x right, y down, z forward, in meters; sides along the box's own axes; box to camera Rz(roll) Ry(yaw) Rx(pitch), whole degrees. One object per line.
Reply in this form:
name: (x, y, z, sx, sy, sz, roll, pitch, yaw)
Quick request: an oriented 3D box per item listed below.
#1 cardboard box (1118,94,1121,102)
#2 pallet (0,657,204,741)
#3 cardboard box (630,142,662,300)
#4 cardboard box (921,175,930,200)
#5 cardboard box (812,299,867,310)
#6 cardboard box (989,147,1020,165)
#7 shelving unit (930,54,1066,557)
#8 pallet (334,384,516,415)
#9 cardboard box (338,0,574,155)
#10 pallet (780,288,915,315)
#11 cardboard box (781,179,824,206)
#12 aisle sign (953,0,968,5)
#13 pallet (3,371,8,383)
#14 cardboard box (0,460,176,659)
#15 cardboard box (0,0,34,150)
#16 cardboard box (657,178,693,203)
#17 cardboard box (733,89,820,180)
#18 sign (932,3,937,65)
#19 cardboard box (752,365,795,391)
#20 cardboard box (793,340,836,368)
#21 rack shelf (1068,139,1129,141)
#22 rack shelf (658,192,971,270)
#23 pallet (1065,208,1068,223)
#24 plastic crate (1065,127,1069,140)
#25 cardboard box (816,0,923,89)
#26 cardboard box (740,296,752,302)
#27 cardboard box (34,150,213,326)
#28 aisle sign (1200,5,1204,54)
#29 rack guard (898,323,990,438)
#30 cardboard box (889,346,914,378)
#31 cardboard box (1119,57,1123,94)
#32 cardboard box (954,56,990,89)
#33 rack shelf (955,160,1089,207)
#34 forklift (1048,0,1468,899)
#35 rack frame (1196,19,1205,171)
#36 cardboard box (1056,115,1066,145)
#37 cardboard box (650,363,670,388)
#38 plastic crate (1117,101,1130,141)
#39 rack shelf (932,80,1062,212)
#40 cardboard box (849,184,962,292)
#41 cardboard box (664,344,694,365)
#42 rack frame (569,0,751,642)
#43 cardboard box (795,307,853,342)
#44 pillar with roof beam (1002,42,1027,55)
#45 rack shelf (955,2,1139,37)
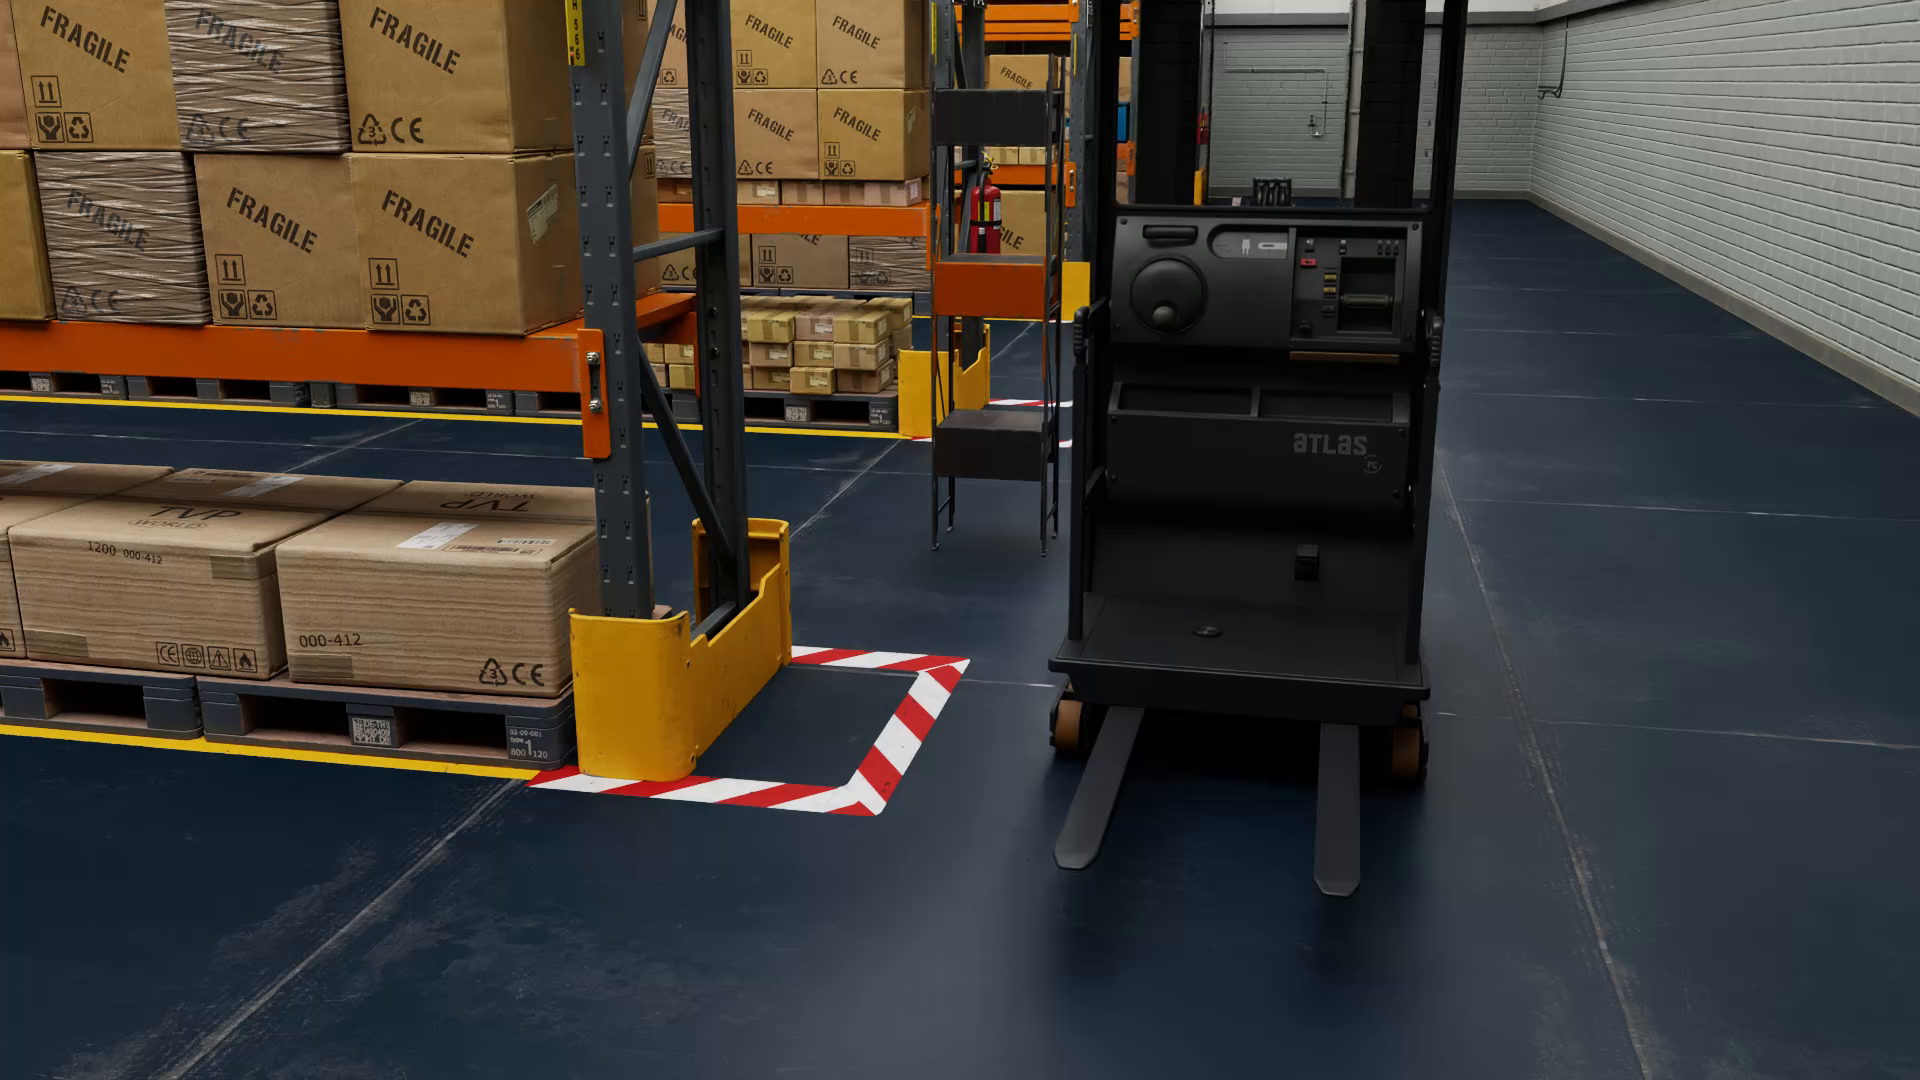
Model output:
cardboard box: (2.053, -6.101, 23.711, 0.500, 0.500, 0.500, 3, 16, 12)
pallet: (-2.888, 0.366, 5.774, 1.213, 0.211, 1.003, 3, 16, 11)
cardboard box: (-1.311, -1.039, 5.435, 0.500, 0.500, 0.500, 3, 16, 11)
cardboard box: (-0.262, -2.172, 10.185, 0.250, 0.149, 0.380, 3, 16, 11)
cardboard box: (-0.750, -1.405, 10.385, 0.250, 0.149, 0.380, 3, 16, 12)
cardboard box: (0.408, -3.307, 14.284, 0.250, 0.149, 0.380, 3, 16, 12)
shelving unit: (0.162, -1.003, 7.180, 0.503, 2.100, 0.431, 3, 16, 11)
pallet: (-3.265, -1.033, 10.824, 1.213, 0.211, 1.003, 3, 16, 11)
cardboard box: (-1.417, -1.383, 4.806, 0.500, 0.500, 0.500, 4, 16, 13)
pallet: (-0.914, -2.226, 15.133, 1.213, 0.211, 1.003, 3, 16, 11)
cardboard box: (-0.871, -2.045, 9.726, 0.250, 0.149, 0.380, 3, 16, 11)
aisle sign: (0.002, -3.361, 9.135, 0.004, 0.787, 0.394, 3, 16, 11)
pallet: (-7.084, -1.230, 11.537, 1.213, 0.211, 1.003, 3, 16, 11)
cardboard box: (-3.346, 0.039, 5.746, 0.875, 0.438, 0.875, 3, 16, 9)
cardboard box: (-2.912, -1.458, 5.075, 0.500, 0.500, 0.500, 3, 16, 11)
cardboard box: (-1.631, -2.104, 9.939, 0.250, 0.149, 0.380, 2, 16, 9)
cardboard box: (-1.005, -2.367, 9.674, 0.500, 0.500, 0.500, 3, 16, 10)
sign: (-0.140, -2.756, 9.063, 0.005, 0.325, 0.100, 3, 16, 11)
cardboard box: (-1.081, -1.016, 10.094, 0.250, 0.149, 0.380, 3, 16, 11)
cardboard box: (-0.829, -1.143, 9.997, 0.250, 0.149, 0.380, 3, 16, 10)
rack shelf: (1.095, -5.833, 24.279, 4.000, 0.370, 1.077, 3, 16, 11)
rack shelf: (-1.970, -1.950, 10.260, 4.000, 0.370, 1.077, 3, 16, 11)
pallet: (2.199, -4.776, 24.338, 1.213, 0.211, 1.003, 3, 16, 11)
plastic crate: (1.229, -4.676, 19.135, 0.243, 0.136, 0.396, 3, 16, 11)
cardboard box: (-0.508, -2.823, 9.446, 0.500, 0.500, 0.500, 3, 16, 10)
cardboard box: (-1.501, -1.461, 10.586, 0.250, 0.149, 0.380, 4, 16, 13)
cardboard box: (-2.418, -0.950, 5.115, 0.500, 0.500, 0.500, 4, 16, 13)
aisle sign: (4.049, -8.540, 27.834, 0.004, 0.787, 0.394, 3, 16, 11)
rack guard: (-0.084, -0.990, 10.128, 0.348, 0.500, 1.175, 3, 16, 11)
cardboard box: (-0.460, -1.130, 10.507, 0.250, 0.149, 0.380, 3, 16, 12)
cardboard box: (2.069, -6.582, 23.574, 0.500, 0.500, 0.500, 4, 16, 13)
cardboard box: (0.171, -4.038, 14.768, 0.500, 0.500, 0.500, 3, 16, 10)
rack shelf: (-0.882, -3.242, 14.924, 4.000, 0.370, 1.077, 3, 16, 11)
forklift: (0.892, -0.807, 4.914, 1.130, 2.935, 3.031, 3, 16, 12)
rack frame: (4.039, -7.370, 28.478, 0.127, 3.000, 1.000, 3, 16, 11)
cardboard box: (0.661, -3.650, 14.772, 0.500, 0.250, 0.500, 3, 16, 10)
cardboard box: (-1.852, -1.043, 10.190, 0.250, 0.149, 0.380, 3, 16, 12)
plastic crate: (1.699, -4.793, 18.997, 0.499, 0.435, 0.616, 3, 16, 11)
rack shelf: (0.162, -1.665, 6.997, 0.480, 0.518, 0.431, 3, 16, 11)
cardboard box: (-0.457, -2.722, 14.894, 0.875, 0.875, 0.875, 3, 16, 11)
cardboard box: (-1.604, -1.167, 10.082, 0.250, 0.149, 0.380, 3, 16, 12)
rack frame: (-0.897, -0.890, 5.085, 0.127, 3.000, 1.000, 3, 16, 11)
cardboard box: (-0.814, -1.296, 9.990, 0.250, 0.149, 0.380, 3, 16, 12)
pillar with roof beam: (0.119, -9.536, 25.062, 0.400, 9.000, 9.100, 3, 16, 11)
rack shelf: (0.105, -5.983, 19.201, 4.000, 0.370, 1.077, 3, 16, 11)
